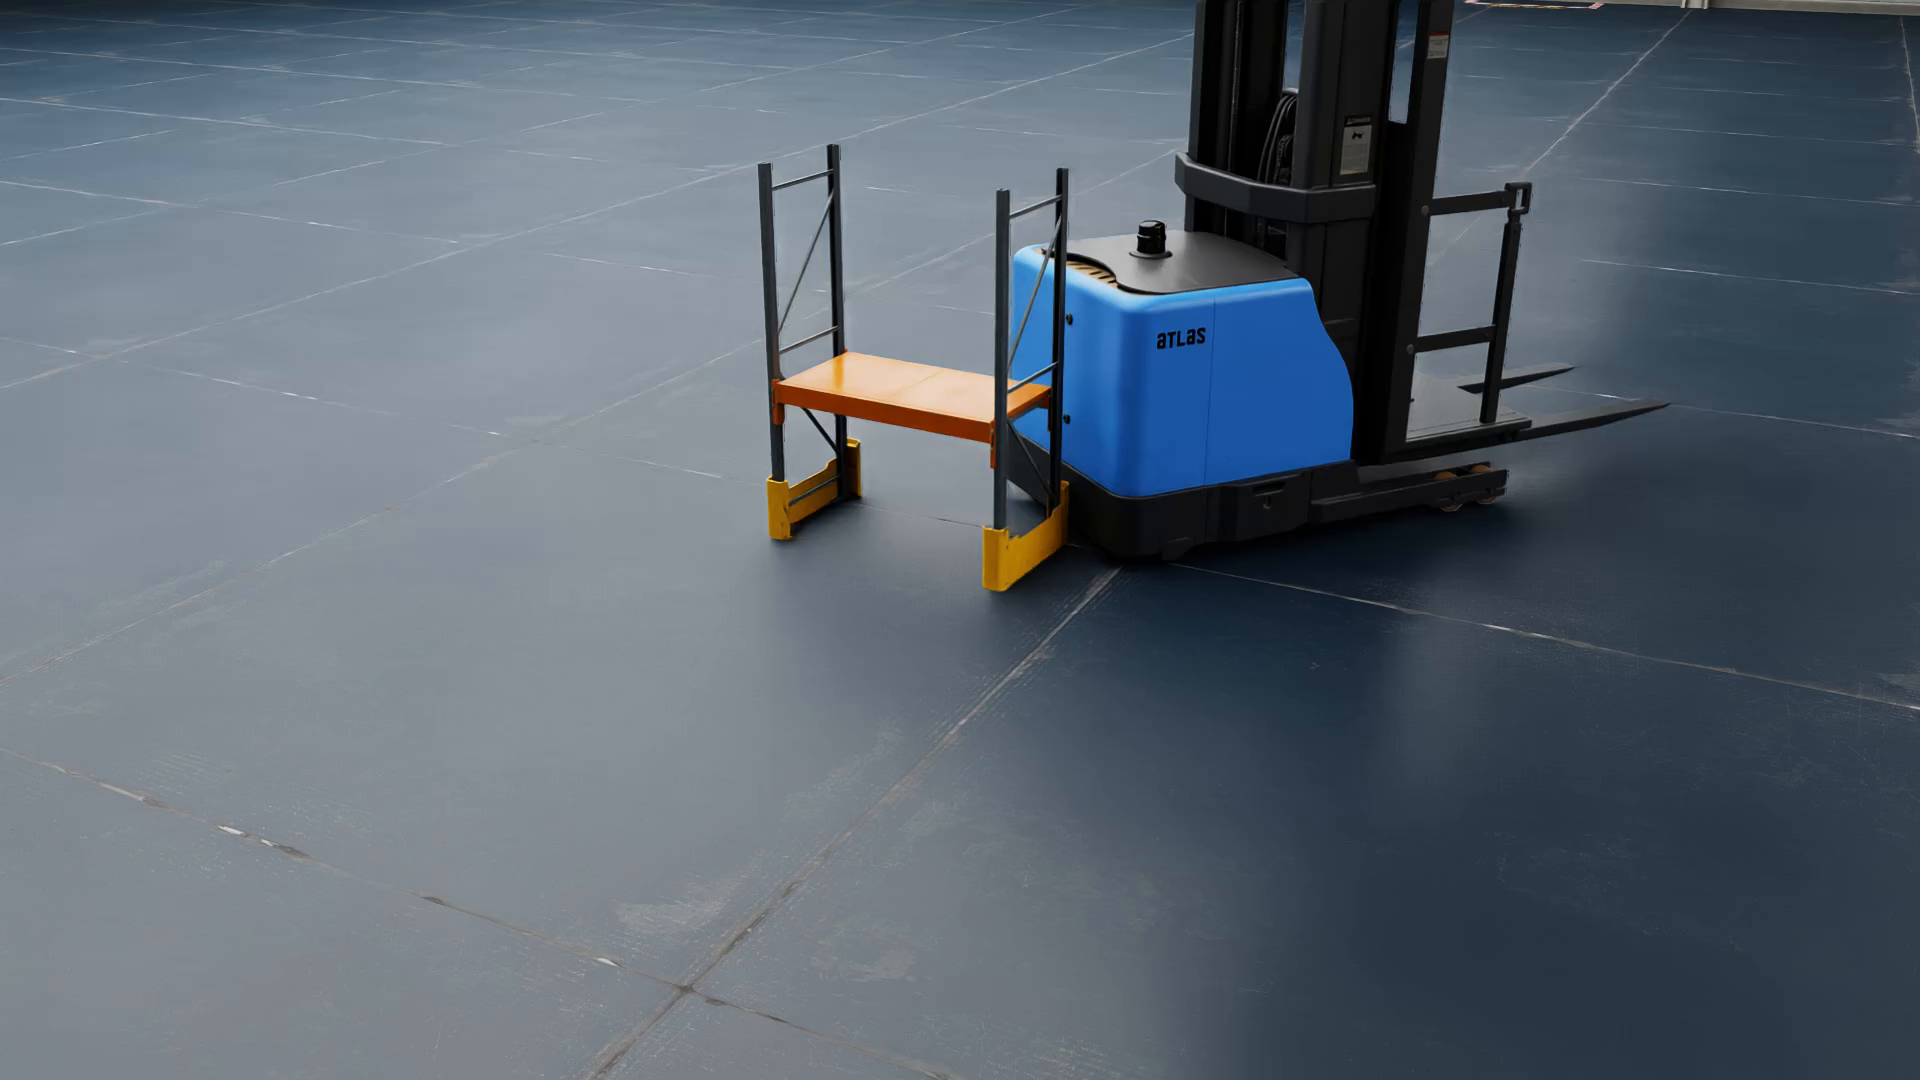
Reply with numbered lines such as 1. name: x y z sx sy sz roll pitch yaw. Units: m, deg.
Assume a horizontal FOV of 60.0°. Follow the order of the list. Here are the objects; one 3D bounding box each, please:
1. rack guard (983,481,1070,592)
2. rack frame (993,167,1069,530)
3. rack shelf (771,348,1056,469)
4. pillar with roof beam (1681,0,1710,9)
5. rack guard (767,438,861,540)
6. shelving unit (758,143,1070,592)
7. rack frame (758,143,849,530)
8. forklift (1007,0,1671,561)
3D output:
1. rack guard: 0.262 -0.023 6.465 0.087 0.250 0.587 13 26 27
2. rack frame: 0.263 -0.598 6.220 0.032 1.500 0.500 13 26 27
3. rack shelf: -0.177 -0.532 6.525 1.000 0.185 0.538 13 26 27
4. pillar with roof beam: 10.102 -11.368 21.964 0.400 9.000 9.100 11 25 25
5. rack guard: -0.600 -0.218 6.924 0.087 0.250 0.587 13 26 27
6. shelving unit: 6.702 0.517 3.217 16.433 1.800 1.500 13 26 27
7. rack frame: 6.716 0.510 3.232 16.425 1.800 1.457 13 26 27
8. forklift: 1.762 -1.642 6.846 3.031 2.935 1.130 -10 25 -23
